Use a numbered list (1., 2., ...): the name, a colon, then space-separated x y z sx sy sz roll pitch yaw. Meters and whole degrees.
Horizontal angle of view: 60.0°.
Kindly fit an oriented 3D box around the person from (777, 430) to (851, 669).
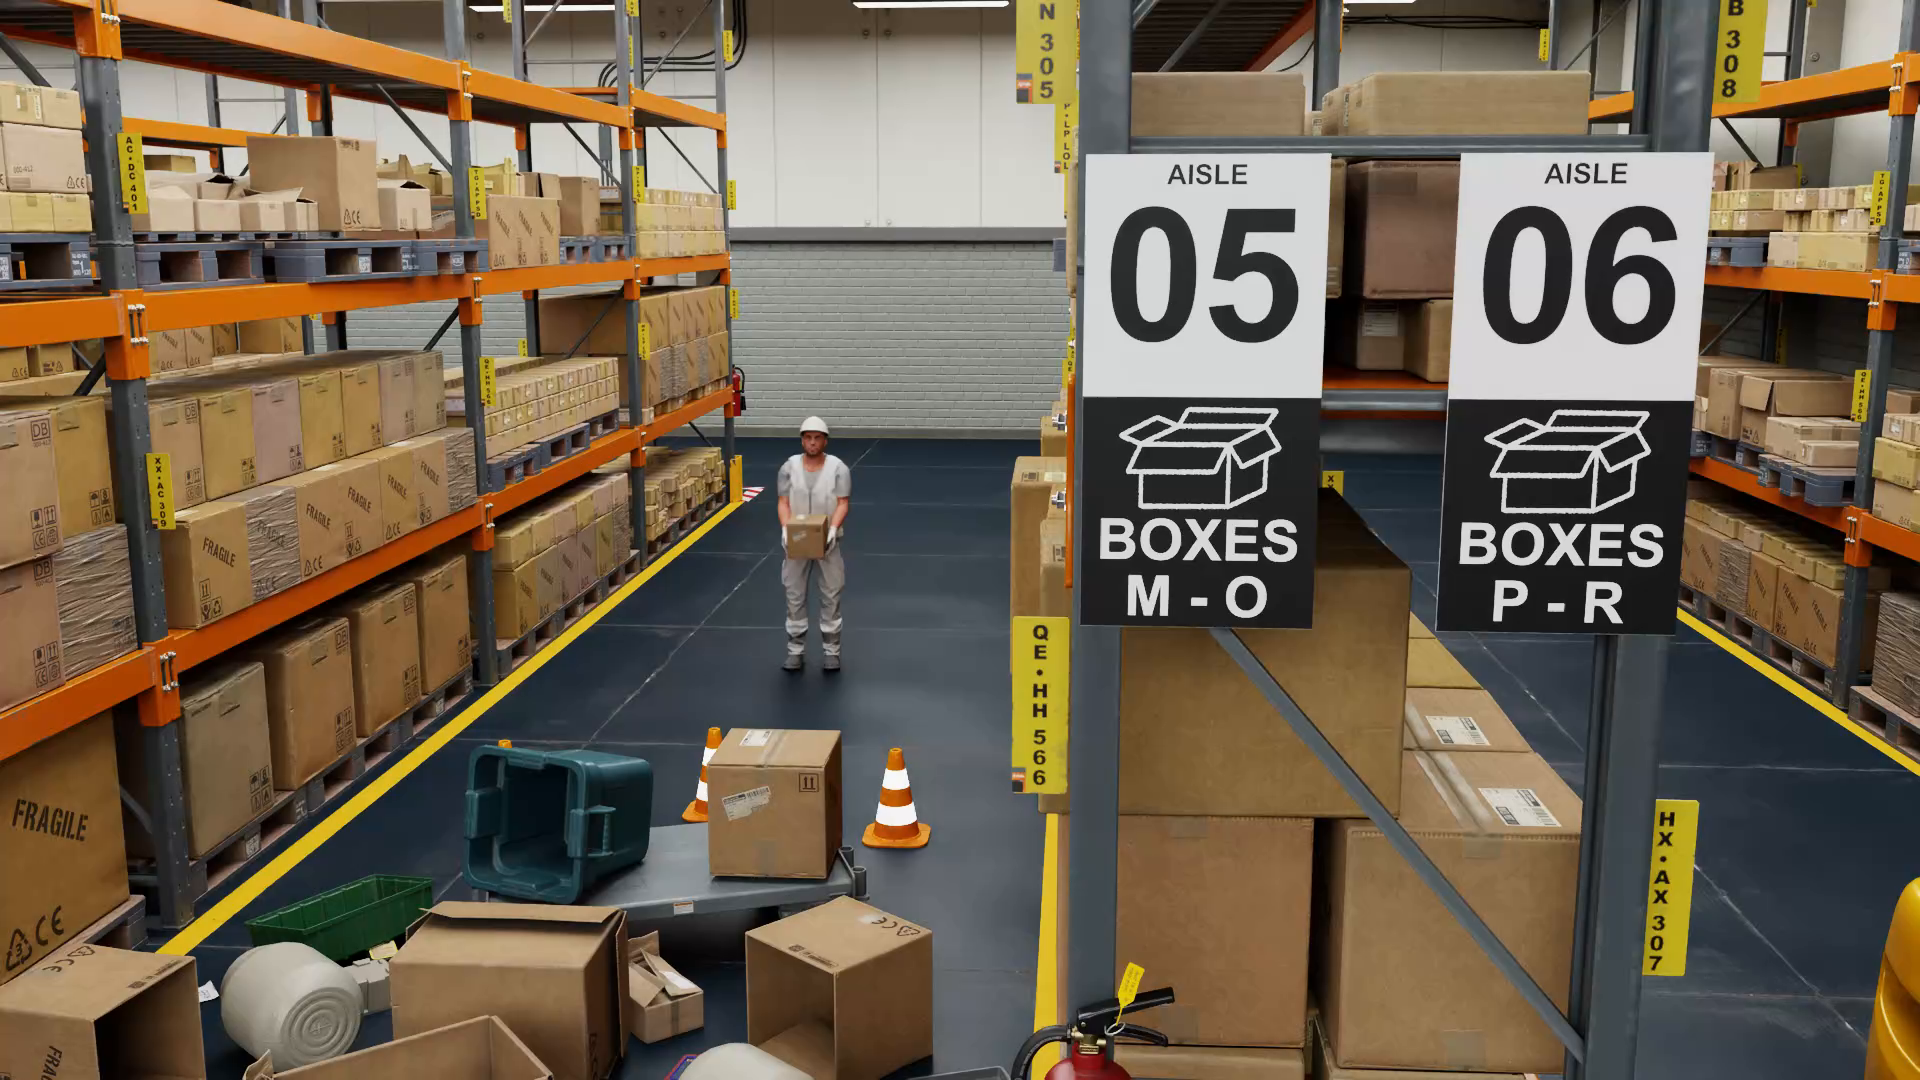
1. person: -14.018 1.419 4.399 25.571 1.746 16.838 1 11 3
